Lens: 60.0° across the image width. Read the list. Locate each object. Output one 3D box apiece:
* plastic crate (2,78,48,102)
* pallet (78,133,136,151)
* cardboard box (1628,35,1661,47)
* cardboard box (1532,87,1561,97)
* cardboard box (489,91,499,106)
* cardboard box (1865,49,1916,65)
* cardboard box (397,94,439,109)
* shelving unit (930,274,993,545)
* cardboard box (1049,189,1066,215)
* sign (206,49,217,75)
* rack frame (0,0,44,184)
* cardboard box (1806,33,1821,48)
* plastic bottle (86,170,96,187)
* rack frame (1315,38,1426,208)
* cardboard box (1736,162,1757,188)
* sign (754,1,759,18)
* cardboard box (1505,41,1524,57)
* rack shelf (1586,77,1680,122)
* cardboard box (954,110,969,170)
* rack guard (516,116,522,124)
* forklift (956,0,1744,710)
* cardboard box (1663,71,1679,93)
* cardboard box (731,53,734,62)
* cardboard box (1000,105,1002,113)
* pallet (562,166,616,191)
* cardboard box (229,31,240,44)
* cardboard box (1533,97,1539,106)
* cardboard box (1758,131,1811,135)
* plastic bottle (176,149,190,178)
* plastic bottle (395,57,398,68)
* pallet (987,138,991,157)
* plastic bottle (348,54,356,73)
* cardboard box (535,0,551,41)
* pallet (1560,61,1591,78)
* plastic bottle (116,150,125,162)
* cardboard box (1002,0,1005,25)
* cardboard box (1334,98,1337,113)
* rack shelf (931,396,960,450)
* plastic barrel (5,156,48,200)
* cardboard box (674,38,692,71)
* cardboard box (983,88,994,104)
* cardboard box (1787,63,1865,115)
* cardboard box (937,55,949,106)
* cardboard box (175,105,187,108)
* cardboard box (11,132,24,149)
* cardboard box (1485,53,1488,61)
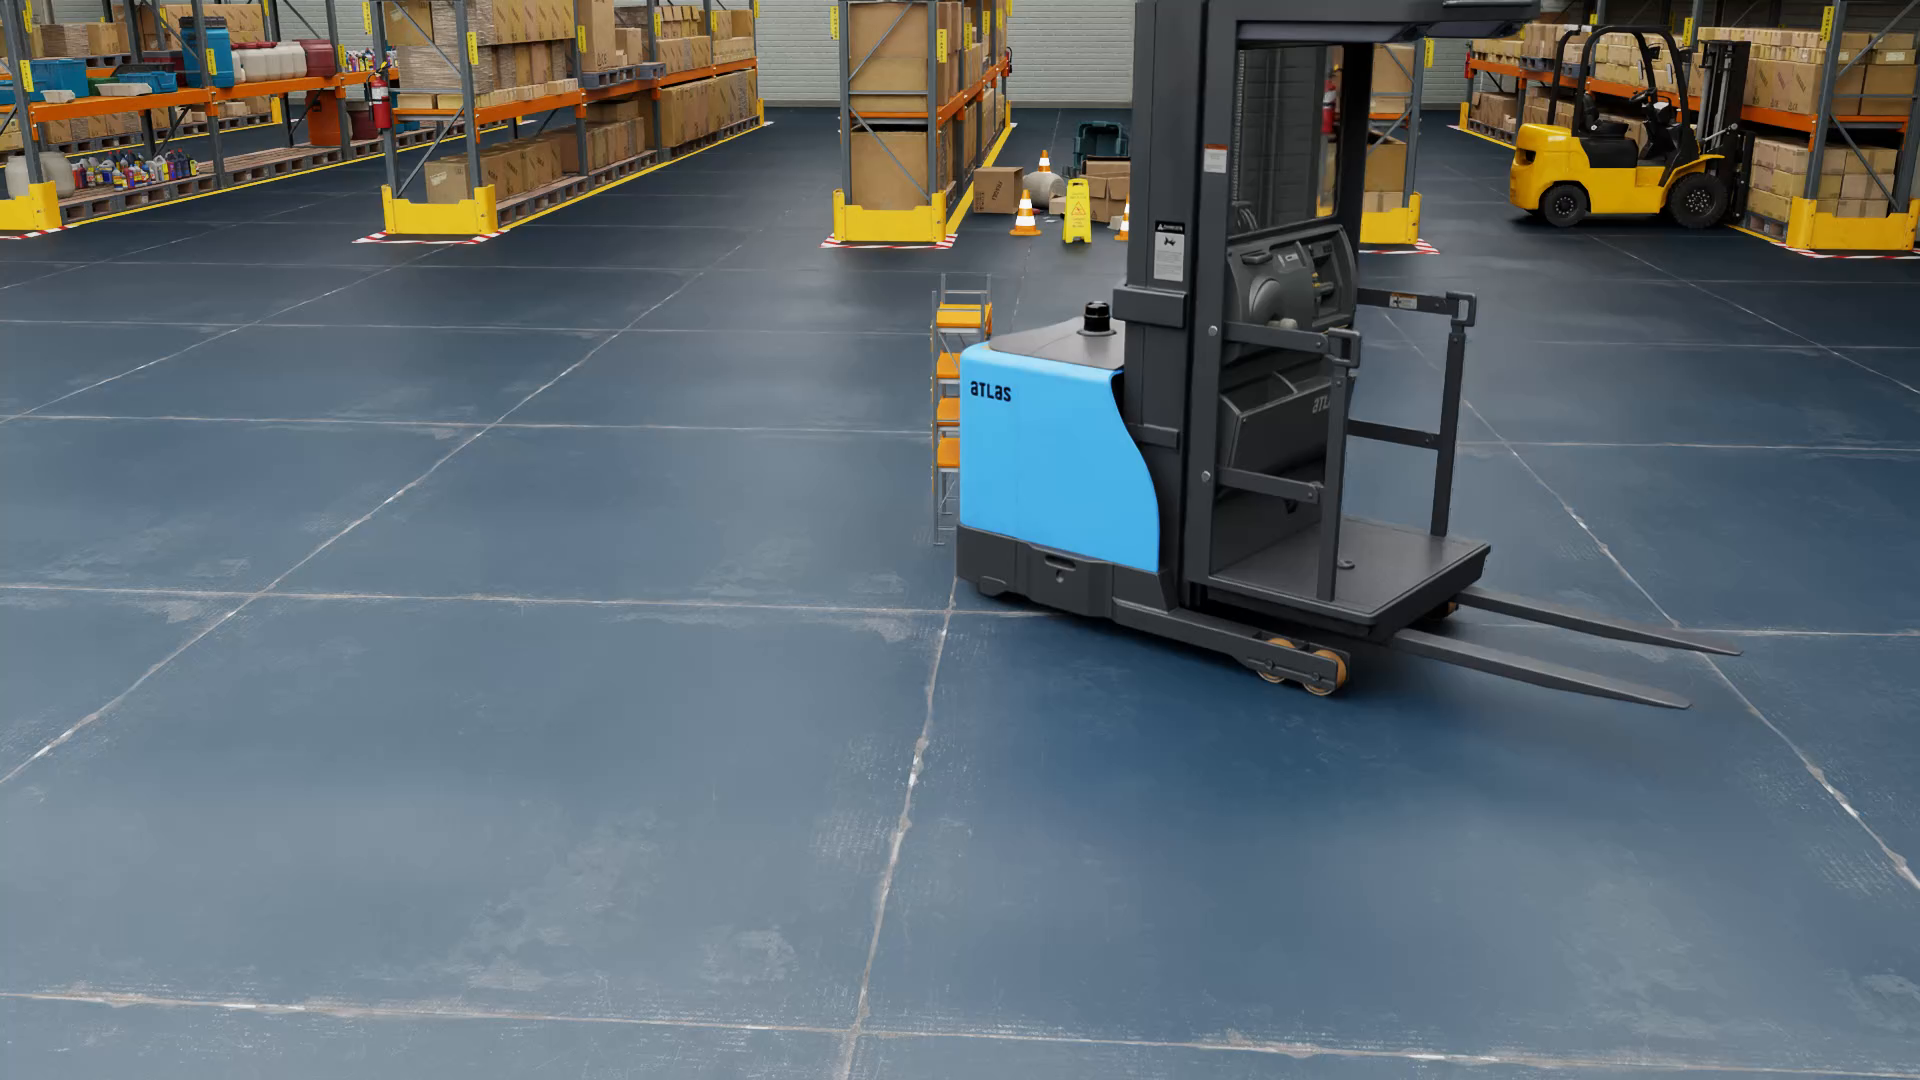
[{"bbox_3d":[-10.830,-5.184,19.164,0.499,0.251,0.408,1,18,4],"label":"plastic crate"},{"bbox_3d":[-14.805,-6.771,28.247,1.003,0.211,1.213,1,18,4],"label":"pallet"},{"bbox_3d":[9.331,-6.796,22.644,0.380,0.149,0.250,2,18,5],"label":"cardboard box"},{"bbox_3d":[9.754,-7.450,27.663,0.380,0.149,0.250,0,18,1],"label":"cardboard box"},{"bbox_3d":[-5.352,-4.898,18.458,0.380,0.149,0.250,1,18,4],"label":"cardboard box"},{"bbox_3d":[9.439,-4.904,16.871,0.380,0.149,0.250,1,18,3],"label":"cardboard box"},{"bbox_3d":[-5.865,-4.754,18.017,0.380,0.149,0.250,1,18,4],"label":"cardboard box"},{"bbox_3d":[0.012,-0.622,7.893,0.258,1.200,0.503,1,18,4],"label":"shelving unit"},{"bbox_3d":[1.261,-4.006,19.722,0.396,0.266,0.258,4,19,13],"label":"cardboard box"},{"bbox_3d":[-9.785,-6.249,21.731,0.100,0.325,0.005,1,18,4],"label":"sign"},{"bbox_3d":[-10.620,-4.891,18.031,1.000,3.000,0.127,1,18,4],"label":"rack frame"},{"bbox_3d":[8.958,-5.139,17.111,0.380,0.149,0.250,1,18,4],"label":"cardboard box"},{"bbox_3d":[-10.745,-4.474,20.547,0.097,0.201,0.097,0,18,0],"label":"plastic bottle"},{"bbox_3d":[4.205,-4.559,17.018,1.000,3.000,0.127,1,18,4],"label":"rack frame"},{"bbox_3d":[8.942,-4.054,18.417,0.500,0.250,0.500,1,18,3],"label":"cardboard box"},{"bbox_3d":[-3.993,-10.396,32.592,0.100,0.325,0.005,1,18,4],"label":"sign"},{"bbox_3d":[9.830,-8.566,29.010,0.500,0.250,0.500,1,18,4],"label":"cardboard box"},{"bbox_3d":[9.586,-5.971,22.483,1.077,0.370,4.000,1,18,4],"label":"rack shelf"},{"bbox_3d":[-0.425,-5.505,22.845,1.050,0.750,0.750,1,18,4],"label":"cardboard box"},{"bbox_3d":[-9.484,-8.680,33.609,1.175,0.500,0.348,1,18,4],"label":"rack guard"},{"bbox_3d":[1.445,-1.002,6.274,3.031,2.935,1.130,14,23,37],"label":"forklift"},{"bbox_3d":[9.218,-5.783,20.994,0.500,0.250,0.500,2,18,5],"label":"cardboard box"},{"bbox_3d":[-4.374,-8.875,30.593,0.380,0.149,0.250,1,18,5],"label":"cardboard box"},{"bbox_3d":[0.594,-8.100,31.253,0.380,0.149,0.250,2,18,5],"label":"cardboard box"},{"bbox_3d":[-5.339,-4.939,22.657,1.003,0.211,1.213,1,18,4],"label":"pallet"},{"bbox_3d":[-14.249,-9.558,32.114,0.500,0.500,0.500,1,18,4],"label":"cardboard box"},{"bbox_3d":[9.782,-7.303,27.691,0.380,0.149,0.250,1,18,2],"label":"cardboard box"},{"bbox_3d":[9.529,-4.588,19.243,0.500,0.250,0.500,1,18,4],"label":"cardboard box"},{"bbox_3d":[-10.092,-4.877,21.536,0.144,0.351,0.185,1,18,2],"label":"plastic bottle"},{"bbox_3d":[-9.519,-8.045,27.977,0.097,0.201,0.097,0,18,0],"label":"plastic bottle"},{"bbox_3d":[-0.019,-6.418,27.171,1.003,0.211,1.213,1,18,4],"label":"pallet"},{"bbox_3d":[-9.624,-7.548,26.328,0.061,0.283,0.133,1,18,4],"label":"plastic bottle"},{"bbox_3d":[-5.222,-6.230,19.874,0.500,0.500,0.500,1,18,4],"label":"cardboard box"},{"bbox_3d":[9.708,-7.055,24.944,1.213,0.211,1.003,1,18,4],"label":"pallet"},{"bbox_3d":[-10.805,-4.842,21.430,0.144,0.351,0.185,2,18,5],"label":"plastic bottle"},{"bbox_3d":[0.558,-9.804,30.783,0.500,0.500,0.500,2,18,7],"label":"cardboard box"},{"bbox_3d":[4.018,-4.560,17.427,0.380,0.149,0.250,2,18,6],"label":"cardboard box"},{"bbox_3d":[0.012,-0.558,7.914,0.258,0.148,0.480,1,18,4],"label":"rack shelf"},{"bbox_3d":[-10.649,-4.114,18.982,0.421,0.512,0.421,0,18,0],"label":"plastic barrel"},{"bbox_3d":[-4.694,-7.932,27.151,0.500,0.500,0.500,1,18,4],"label":"cardboard box"},{"bbox_3d":[0.319,-7.496,28.118,0.500,0.250,0.500,1,18,2],"label":"cardboard box"},{"bbox_3d":[8.929,-4.655,17.153,0.500,0.500,0.500,1,18,3],"label":"cardboard box"},{"bbox_3d":[-0.575,-5.168,18.636,0.875,0.550,0.550,1,18,4],"label":"cardboard box"},{"bbox_3d":[-14.888,-8.077,31.366,0.500,0.311,0.500,1,18,4],"label":"cardboard box"},{"bbox_3d":[-14.781,-6.211,25.802,0.500,0.250,0.500,2,18,5],"label":"cardboard box"},{"bbox_3d":[9.970,-8.963,30.864,0.380,0.149,0.250,2,18,6],"label":"cardboard box"}]
